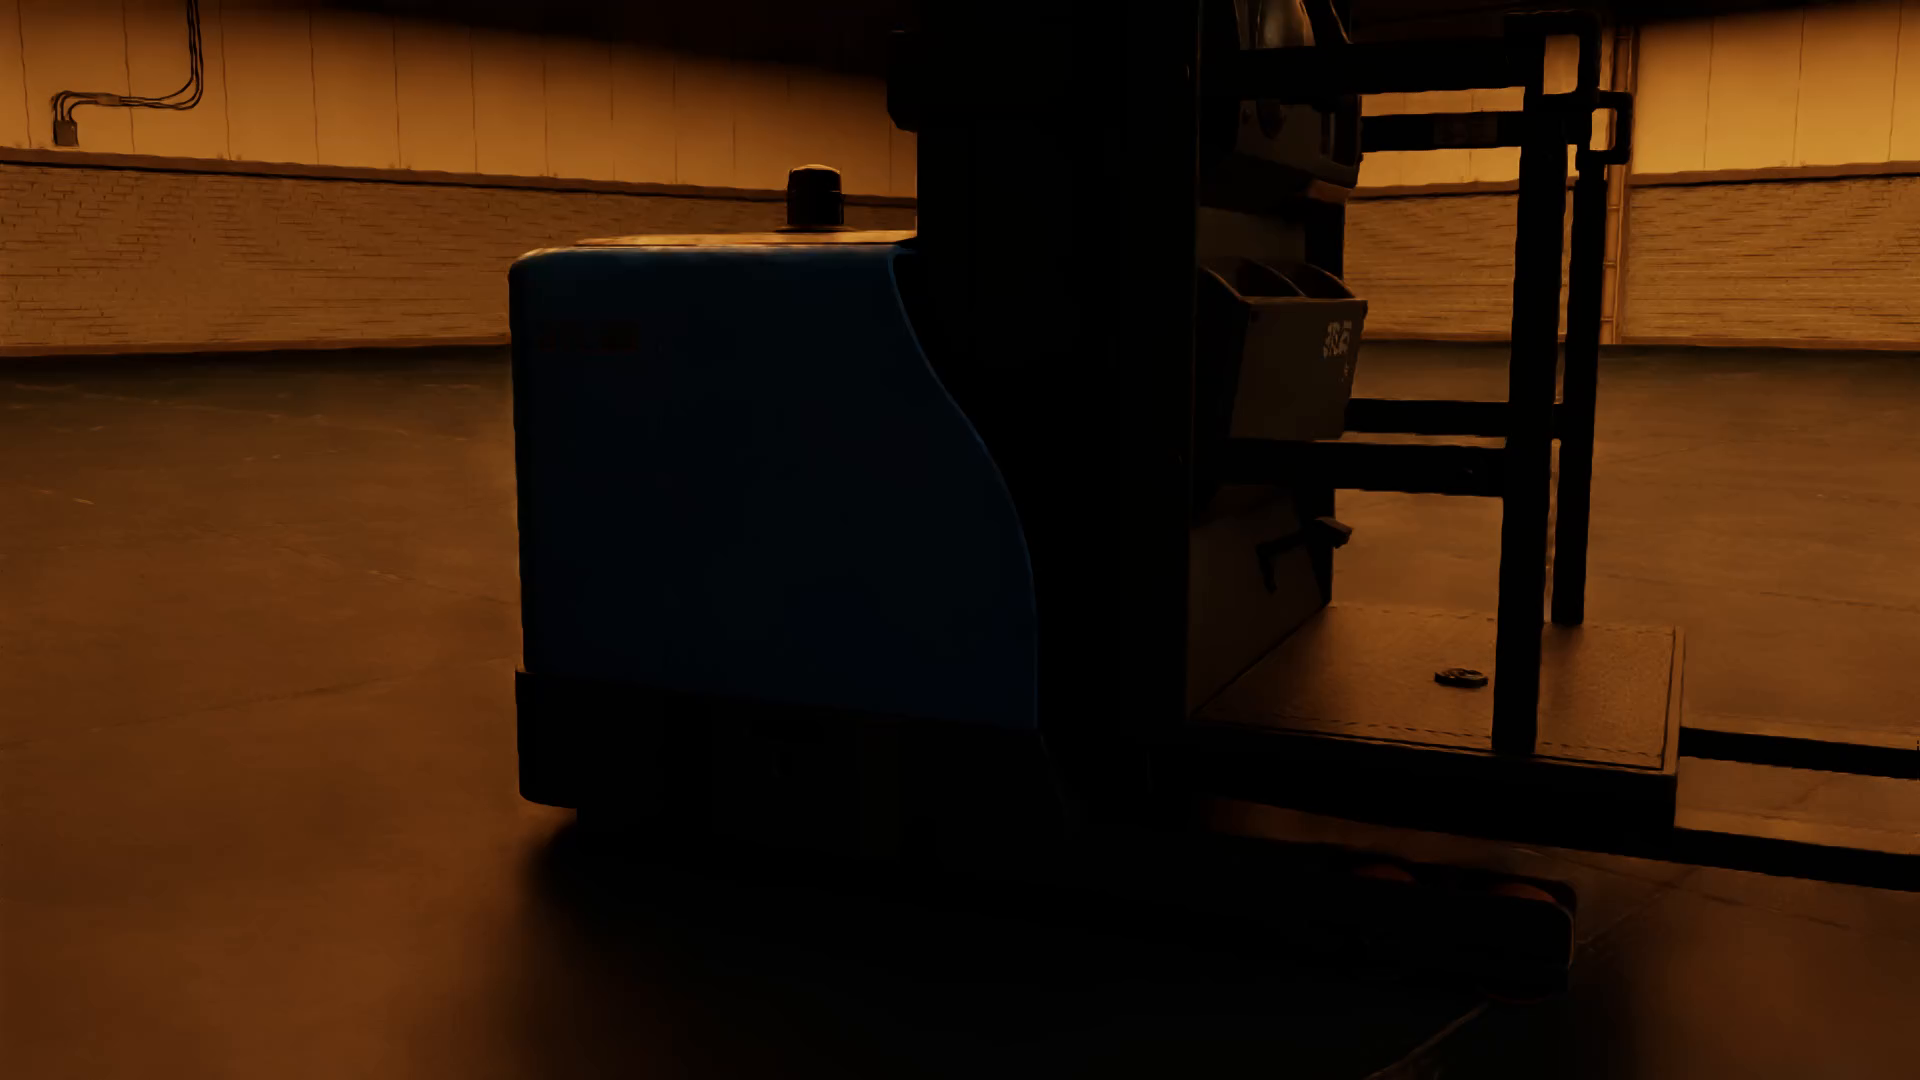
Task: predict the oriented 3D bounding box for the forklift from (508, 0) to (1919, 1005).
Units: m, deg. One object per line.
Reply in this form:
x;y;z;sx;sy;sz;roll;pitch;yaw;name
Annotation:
0.739;-0.882;2.732;3.031;2.935;1.130;4;9;24;forklift

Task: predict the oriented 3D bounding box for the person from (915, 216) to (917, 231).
-0.046;-0.897;6.639;0.576;1.782;0.655;8;12;43;person
